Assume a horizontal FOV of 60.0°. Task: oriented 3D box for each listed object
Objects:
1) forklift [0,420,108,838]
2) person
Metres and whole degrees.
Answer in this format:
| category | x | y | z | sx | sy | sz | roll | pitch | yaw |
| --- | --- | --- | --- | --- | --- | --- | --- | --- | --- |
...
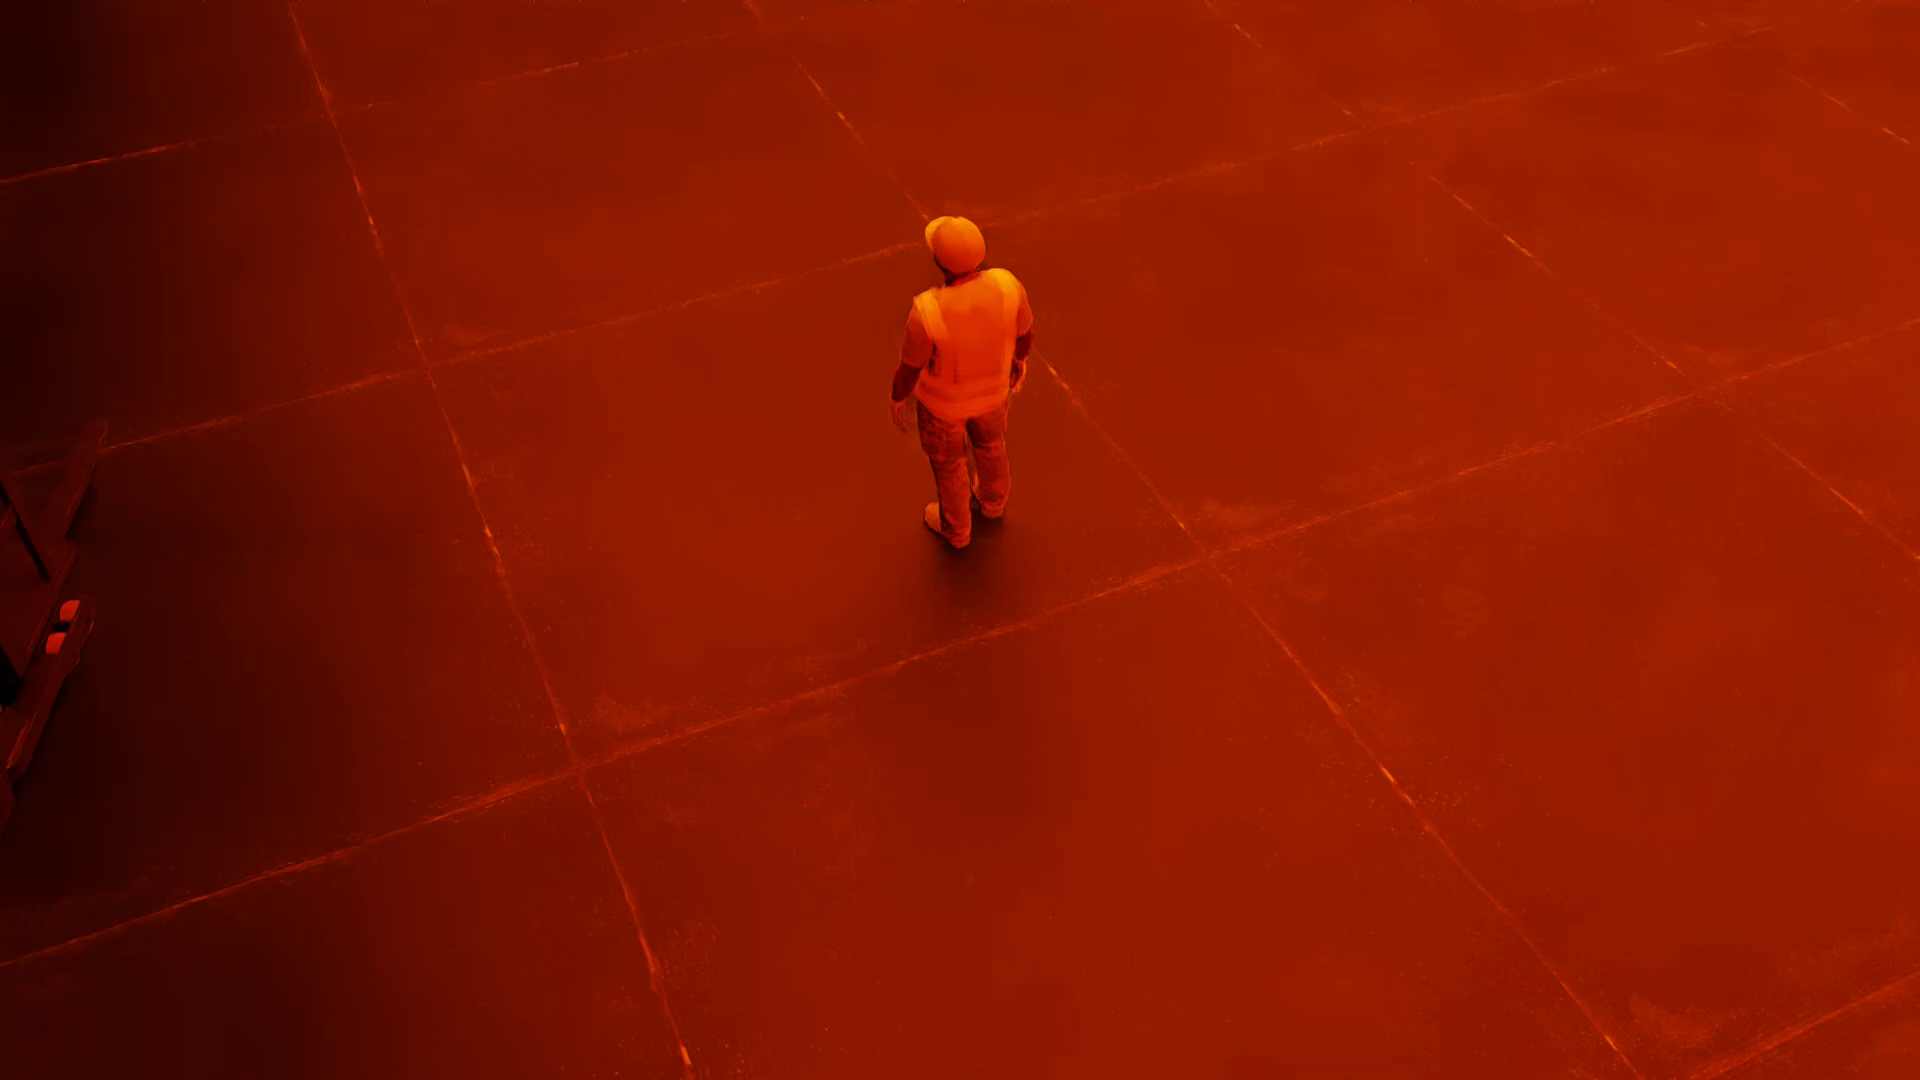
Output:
| category | x | y | z | sx | sy | sz | roll | pitch | yaw |
| --- | --- | --- | --- | --- | --- | --- | --- | --- | --- |
| forklift | -4.376 | -0.449 | 6.161 | 1.130 | 2.935 | 3.031 | -3 | 43 | -4 |
| person | -0.023 | -0.704 | 7.266 | 0.655 | 1.782 | 0.576 | -18 | 46 | -18 |
